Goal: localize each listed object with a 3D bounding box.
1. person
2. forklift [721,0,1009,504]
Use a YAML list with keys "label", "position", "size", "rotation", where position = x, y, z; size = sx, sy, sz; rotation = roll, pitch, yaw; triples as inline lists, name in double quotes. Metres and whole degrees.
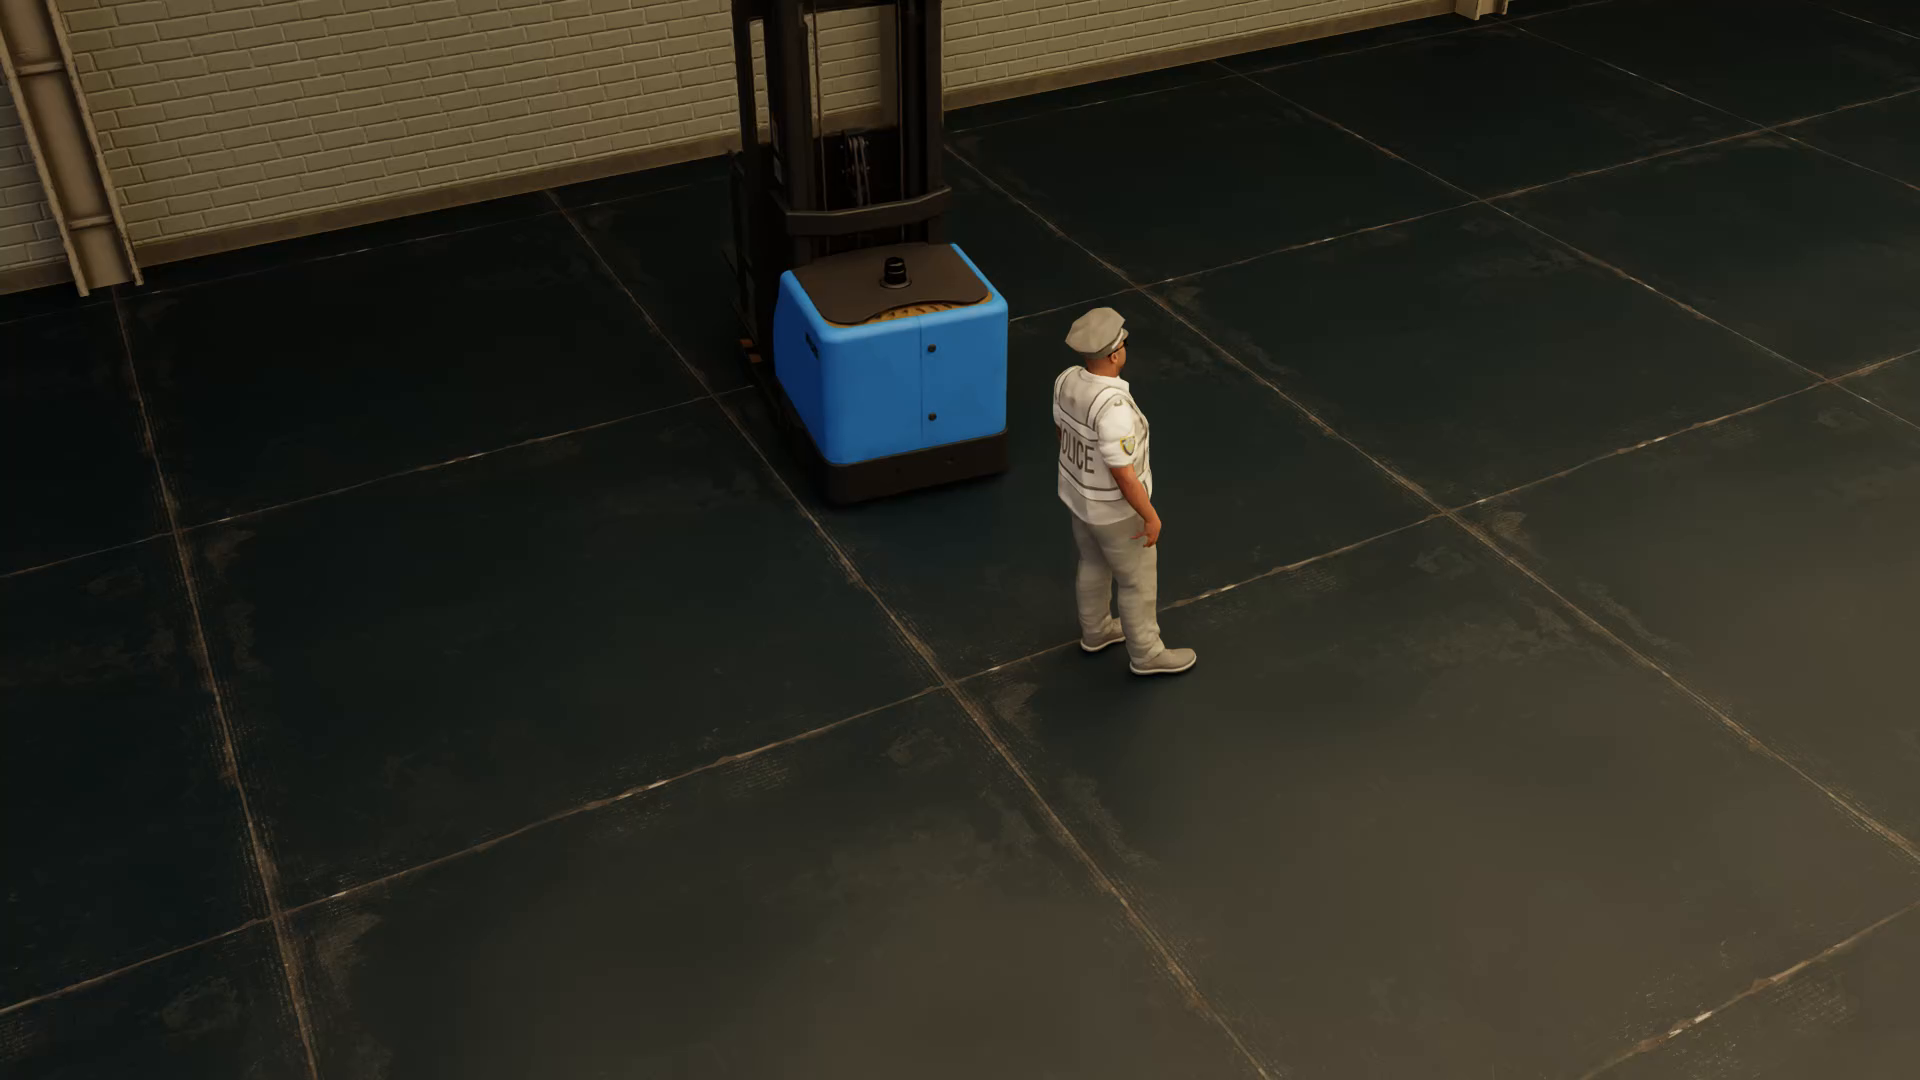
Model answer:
- label: "person"
  position: [0.731, -0.221, 7.420]
  size: [0.574, 1.778, 0.644]
  rotation: [-17, 39, -23]
- label: "forklift"
  position: [-0.733, -2.235, 9.285]
  size: [1.130, 2.935, 3.031]
  rotation: [-12, 37, -17]
